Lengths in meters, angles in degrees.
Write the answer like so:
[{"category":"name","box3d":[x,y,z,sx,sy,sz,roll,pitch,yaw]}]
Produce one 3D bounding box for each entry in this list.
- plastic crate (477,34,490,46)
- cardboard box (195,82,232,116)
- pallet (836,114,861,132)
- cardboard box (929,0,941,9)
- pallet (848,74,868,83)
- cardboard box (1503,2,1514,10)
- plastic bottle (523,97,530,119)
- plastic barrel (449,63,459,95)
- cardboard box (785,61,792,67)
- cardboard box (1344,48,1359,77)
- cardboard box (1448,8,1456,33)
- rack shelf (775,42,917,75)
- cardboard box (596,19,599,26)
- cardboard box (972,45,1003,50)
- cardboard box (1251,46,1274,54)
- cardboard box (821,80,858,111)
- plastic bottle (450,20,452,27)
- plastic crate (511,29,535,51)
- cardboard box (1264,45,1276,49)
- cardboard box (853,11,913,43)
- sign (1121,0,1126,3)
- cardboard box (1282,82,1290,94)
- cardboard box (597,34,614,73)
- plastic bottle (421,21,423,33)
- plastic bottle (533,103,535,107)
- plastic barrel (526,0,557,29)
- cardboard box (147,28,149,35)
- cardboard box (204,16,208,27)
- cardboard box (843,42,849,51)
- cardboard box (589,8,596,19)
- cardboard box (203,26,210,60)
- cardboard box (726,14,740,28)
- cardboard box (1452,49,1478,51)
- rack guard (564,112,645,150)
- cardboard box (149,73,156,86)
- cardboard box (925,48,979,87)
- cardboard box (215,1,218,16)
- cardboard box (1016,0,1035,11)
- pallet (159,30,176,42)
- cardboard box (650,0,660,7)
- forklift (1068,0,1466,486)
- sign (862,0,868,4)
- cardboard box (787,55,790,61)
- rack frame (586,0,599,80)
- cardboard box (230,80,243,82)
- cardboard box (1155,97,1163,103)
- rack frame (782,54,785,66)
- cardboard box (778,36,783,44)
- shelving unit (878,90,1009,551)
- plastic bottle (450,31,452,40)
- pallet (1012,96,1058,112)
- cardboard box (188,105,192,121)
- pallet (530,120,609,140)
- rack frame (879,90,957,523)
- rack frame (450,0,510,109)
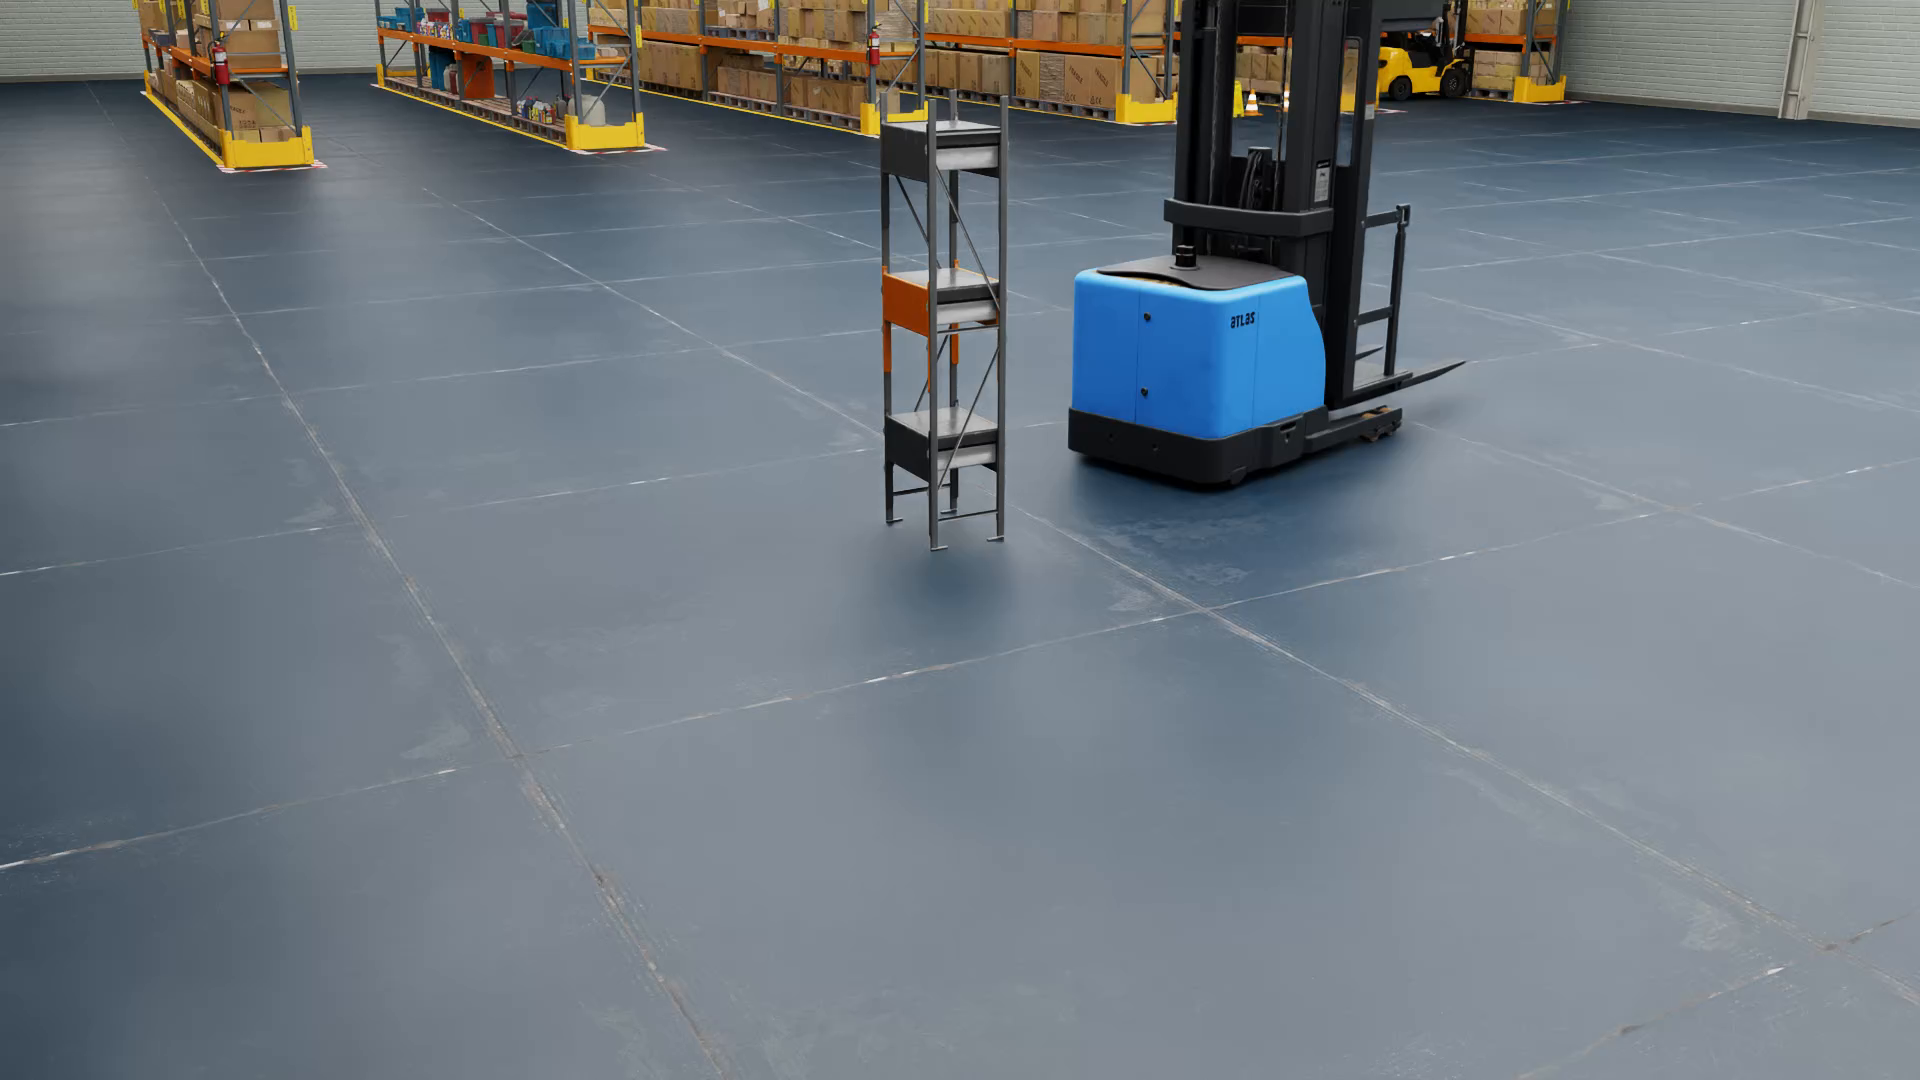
[{"category":"plastic crate","box3d":[-8.387,-9.002,29.947,0.450,0.188,0.662,-10,21,-27]},{"category":"cardboard box","box3d":[-11.484,-6.809,25.689,0.500,0.500,0.500,-10,21,-27]},{"category":"pallet","box3d":[-1.444,-7.208,28.695,1.003,0.211,1.213,-10,21,-27]},{"category":"cardboard box","box3d":[-0.235,-11.691,35.726,0.700,0.500,0.500,-10,21,-27]},{"category":"pallet","box3d":[-1.968,-10.908,39.419,1.003,0.211,1.213,-10,21,-27]},{"category":"cardboard box","box3d":[11.476,-11.049,34.405,0.380,0.149,0.250,-10,21,-26]},{"category":"plastic bottle","box3d":[-7.294,-7.306,28.093,0.144,0.351,0.185,-9,21,-25]},{"category":"plastic barrel","box3d":[-9.995,-9.315,33.581,0.600,0.588,0.708,-10,21,-27]},{"category":"cardboard box","box3d":[-4.271,-12.248,42.756,0.380,0.149,0.250,-10,21,-26]},{"category":"cardboard box","box3d":[9.516,-11.166,38.890,0.875,0.625,0.625,-10,22,-27]},{"category":"cardboard box","box3d":[10.839,-11.158,35.716,0.500,0.500,0.500,-10,21,-26]},{"category":"rack shelf","box3d":[-2.003,-8.499,29.267,1.077,0.370,4.000,-10,21,-27]},{"category":"cardboard box","box3d":[-8.528,-12.440,39.968,0.380,0.149,0.250,-11,22,-28]},{"category":"cardboard box","box3d":[0.914,-12.945,44.333,0.875,0.438,0.875,-9,21,-25]},{"category":"cardboard box","box3d":[6.194,-10.028,34.021,0.380,0.149,0.250,-9,21,-24]},{"category":"cardboard box","box3d":[-2.156,-7.980,29.848,0.500,0.500,0.500,-12,22,-31]},{"category":"plastic bottle","box3d":[-10.513,-10.684,34.571,0.144,0.351,0.185,-10,21,-27]},{"category":"plastic crate","box3d":[-7.175,-8.447,28.108,0.767,0.338,0.504,-10,21,-27]},{"category":"cardboard box","box3d":[7.778,-12.293,41.351,0.380,0.149,0.250,-11,22,-29]},{"category":"cardboard box","box3d":[-1.291,-8.615,27.891,0.875,0.500,0.500,-10,21,-27]},{"category":"sign","box3d":[2.875,-9.584,29.169,0.100,0.325,0.005,-10,21,-27]},{"category":"cardboard box","box3d":[6.808,-9.039,33.300,0.500,0.250,0.500,-10,21,-26]},{"category":"cardboard box","box3d":[-8.277,-11.881,40.578,0.875,0.875,0.875,-10,21,-27]},{"category":"plastic bottle","box3d":[-11.132,-10.614,34.490,0.097,0.271,0.097,0,19,0]},{"category":"plastic bottle","box3d":[-7.101,-7.178,27.843,0.097,0.271,0.097,0,19,0]},{"category":"plastic barrel","box3d":[-7.229,-9.041,28.966,0.600,0.901,0.708,-10,21,-27]},{"category":"cardboard box","box3d":[-16.427,-10.623,34.164,0.500,0.500,0.500,-9,21,-25]},{"category":"cardboard box","box3d":[-10.977,-7.683,24.650,0.380,0.149,0.250,-10,21,-27]},{"category":"cardboard box","box3d":[-1.758,-8.406,28.279,0.380,0.149,0.250,-10,21,-27]},{"category":"cardboard box","box3d":[-8.661,-12.748,40.252,0.500,0.250,0.500,-11,22,-28]},{"category":"cardboard box","box3d":[-11.200,-7.651,25.551,0.700,0.500,0.500,-10,22,-27]},{"category":"cardboard box","box3d":[-4.259,-10.173,32.599,0.500,0.250,0.500,-11,22,-28]},{"category":"cardboard box","box3d":[10.811,-10.461,35.888,0.500,0.250,0.500,-10,22,-28]},{"category":"rack guard","box3d":[-5.490,-6.331,25.712,1.175,0.500,0.348,-10,21,-27]},{"category":"cardboard box","box3d":[-17.125,-9.890,35.734,0.500,0.250,0.500,-10,21,-27]},{"category":"cardboard box","box3d":[-0.229,-10.247,36.035,1.050,0.750,0.750,-10,22,-27]},{"category":"cardboard box","box3d":[-10.264,-7.694,23.687,0.700,0.500,0.500,-11,22,-28]},{"category":"cardboard box","box3d":[1.605,-10.623,32.433,0.875,0.550,0.550,-10,21,-27]},{"category":"pallet","box3d":[-14.500,-9.495,31.344,1.003,0.211,1.213,-10,21,-27]},{"category":"cardboard box","box3d":[-6.441,-12.049,36.761,0.797,0.503,0.637,-11,22,-28]},{"category":"forklift","box3d":[2.004,-2.072,9.642,1.130,2.935,3.031,18,26,42]},{"category":"sign","box3d":[-1.551,-8.882,27.013,0.100,0.325,0.005,-10,21,-27]},{"category":"cardboard box","box3d":[-4.215,-12.399,42.736,0.380,0.149,0.250,-9,21,-24]},{"category":"rack frame","box3d":[-8.651,-12.858,40.796,1.000,3.000,0.127,-10,21,-27]},{"category":"cardboard box","box3d":[-12.854,-7.932,29.231,0.500,0.311,0.500,-10,22,-27]},{"category":"cardboard box","box3d":[3.897,-8.652,32.798,0.396,0.266,0.258,-6,20,-17]},{"category":"rack frame","box3d":[-4.238,-13.598,42.939,1.000,3.000,0.127,-10,21,-27]},{"category":"cardboard box","box3d":[-3.116,-9.186,30.540,0.380,0.149,0.250,-10,21,-27]},{"category":"shelving unit","box3d":[-0.079,-1.040,7.927,0.431,2.100,0.503,-10,21,-27]},{"category":"plastic bottle","box3d":[-9.818,-9.787,32.199,0.097,0.201,0.097,0,19,0]},{"category":"pallet","box3d":[1.752,-8.604,32.743,1.003,0.211,1.213,-10,21,-27]},{"category":"cardboard box","box3d":[-12.607,-7.145,27.812,0.500,0.250,0.500,-9,21,-25]},{"category":"pallet","box3d":[-6.446,-6.778,27.451,1.003,0.211,1.213,-10,21,-27]},{"category":"rack frame","box3d":[-0.194,-1.110,8.130,0.400,2.100,0.015,-10,21,-27]},{"category":"rack frame","box3d":[-9.211,-9.795,31.918,1.000,3.000,0.127,-10,21,-27]}]
